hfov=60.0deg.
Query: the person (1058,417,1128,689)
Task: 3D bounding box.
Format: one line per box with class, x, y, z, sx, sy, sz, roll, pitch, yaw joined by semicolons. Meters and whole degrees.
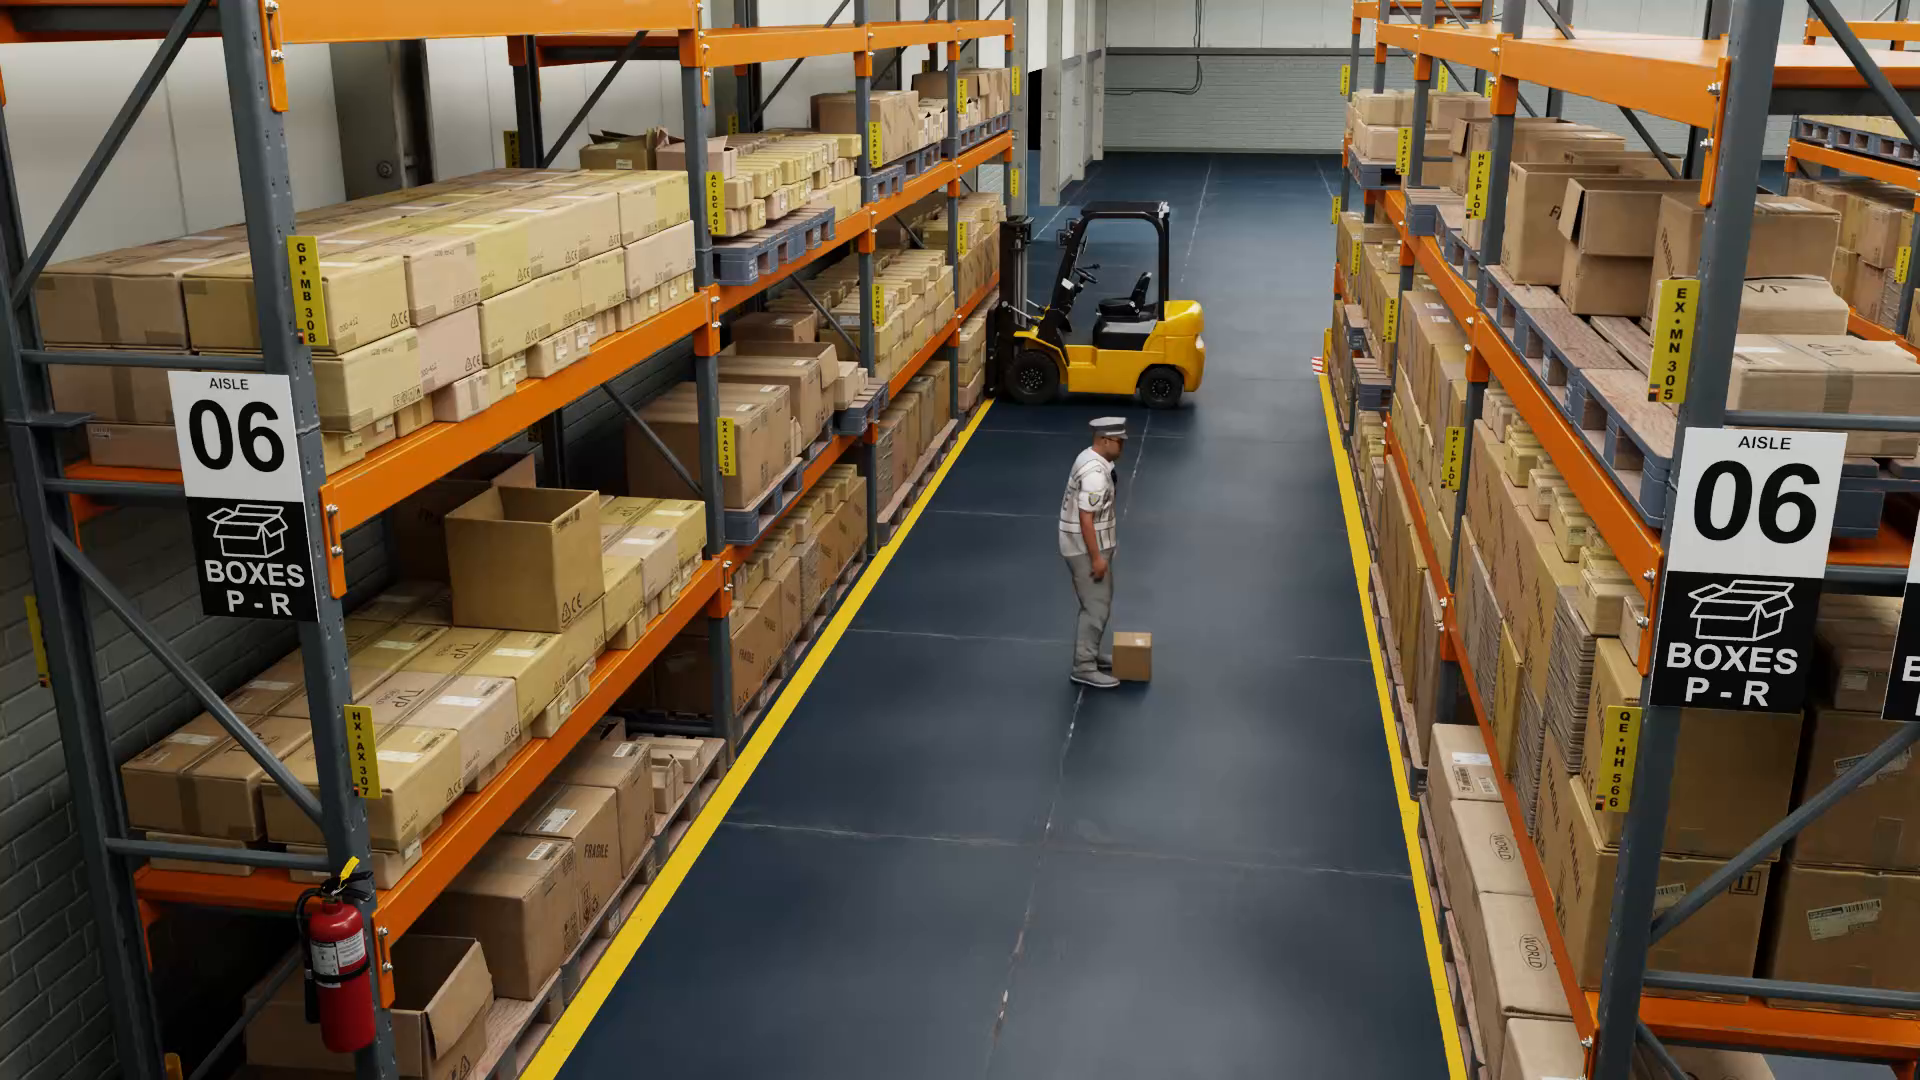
person;0.862;0.053;10.876;0.435;1.747;0.580;2;18;7
